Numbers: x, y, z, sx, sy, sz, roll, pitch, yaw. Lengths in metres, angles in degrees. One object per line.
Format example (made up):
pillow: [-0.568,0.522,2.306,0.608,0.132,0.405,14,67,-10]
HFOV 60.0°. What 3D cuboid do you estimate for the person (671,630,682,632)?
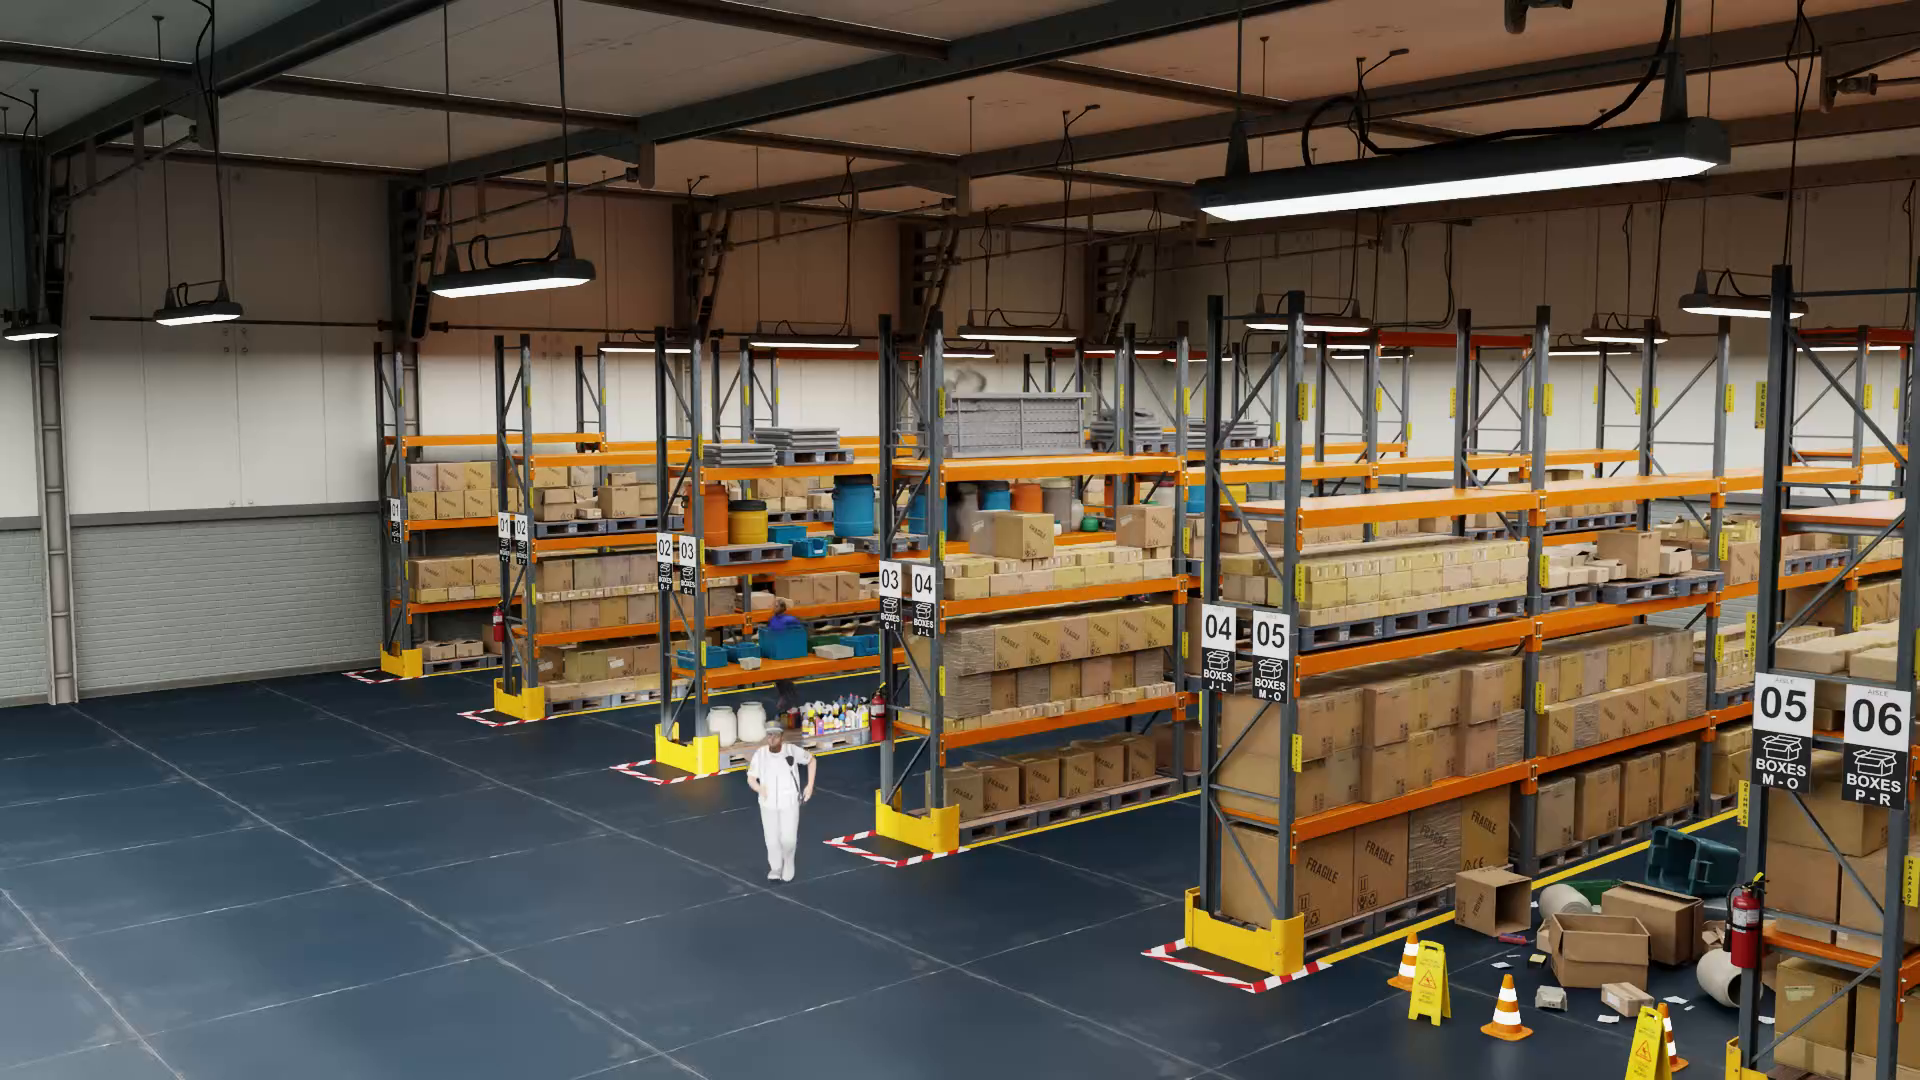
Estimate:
person: [-5.168,1.602,30.377,0.571,1.618,0.584,5,7,41]

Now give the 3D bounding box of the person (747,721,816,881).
person: [-1.857,2.714,17.209,0.682,1.732,0.802,0,5,3]

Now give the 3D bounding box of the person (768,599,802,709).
person: [-2.802,1.783,26.134,0.718,1.711,0.584,-5,7,-44]
